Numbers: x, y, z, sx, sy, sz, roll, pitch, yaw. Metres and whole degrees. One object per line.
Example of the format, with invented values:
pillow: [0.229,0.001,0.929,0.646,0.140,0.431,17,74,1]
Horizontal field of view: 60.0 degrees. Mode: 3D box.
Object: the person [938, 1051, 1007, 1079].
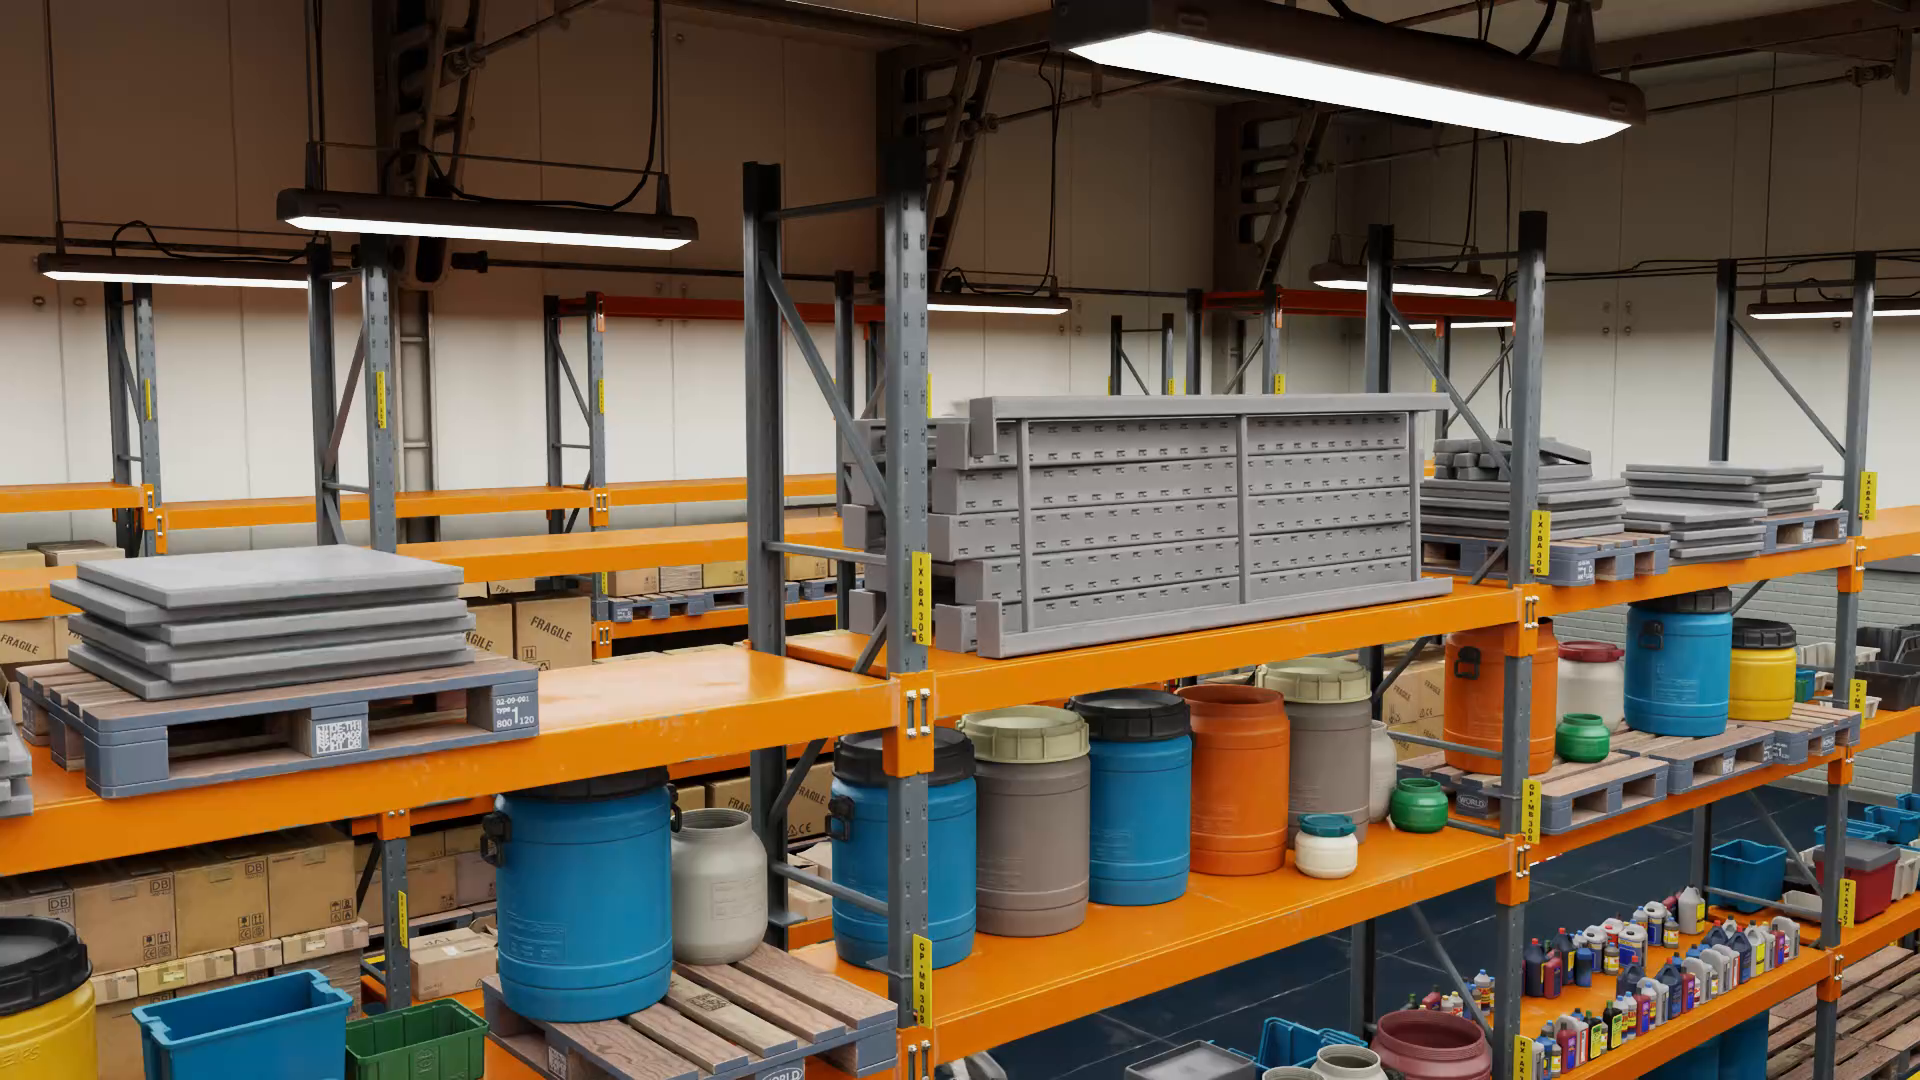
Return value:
person: [0.139,3.489,10.458,1.046,1.376,0.532,-3,6,-25]
